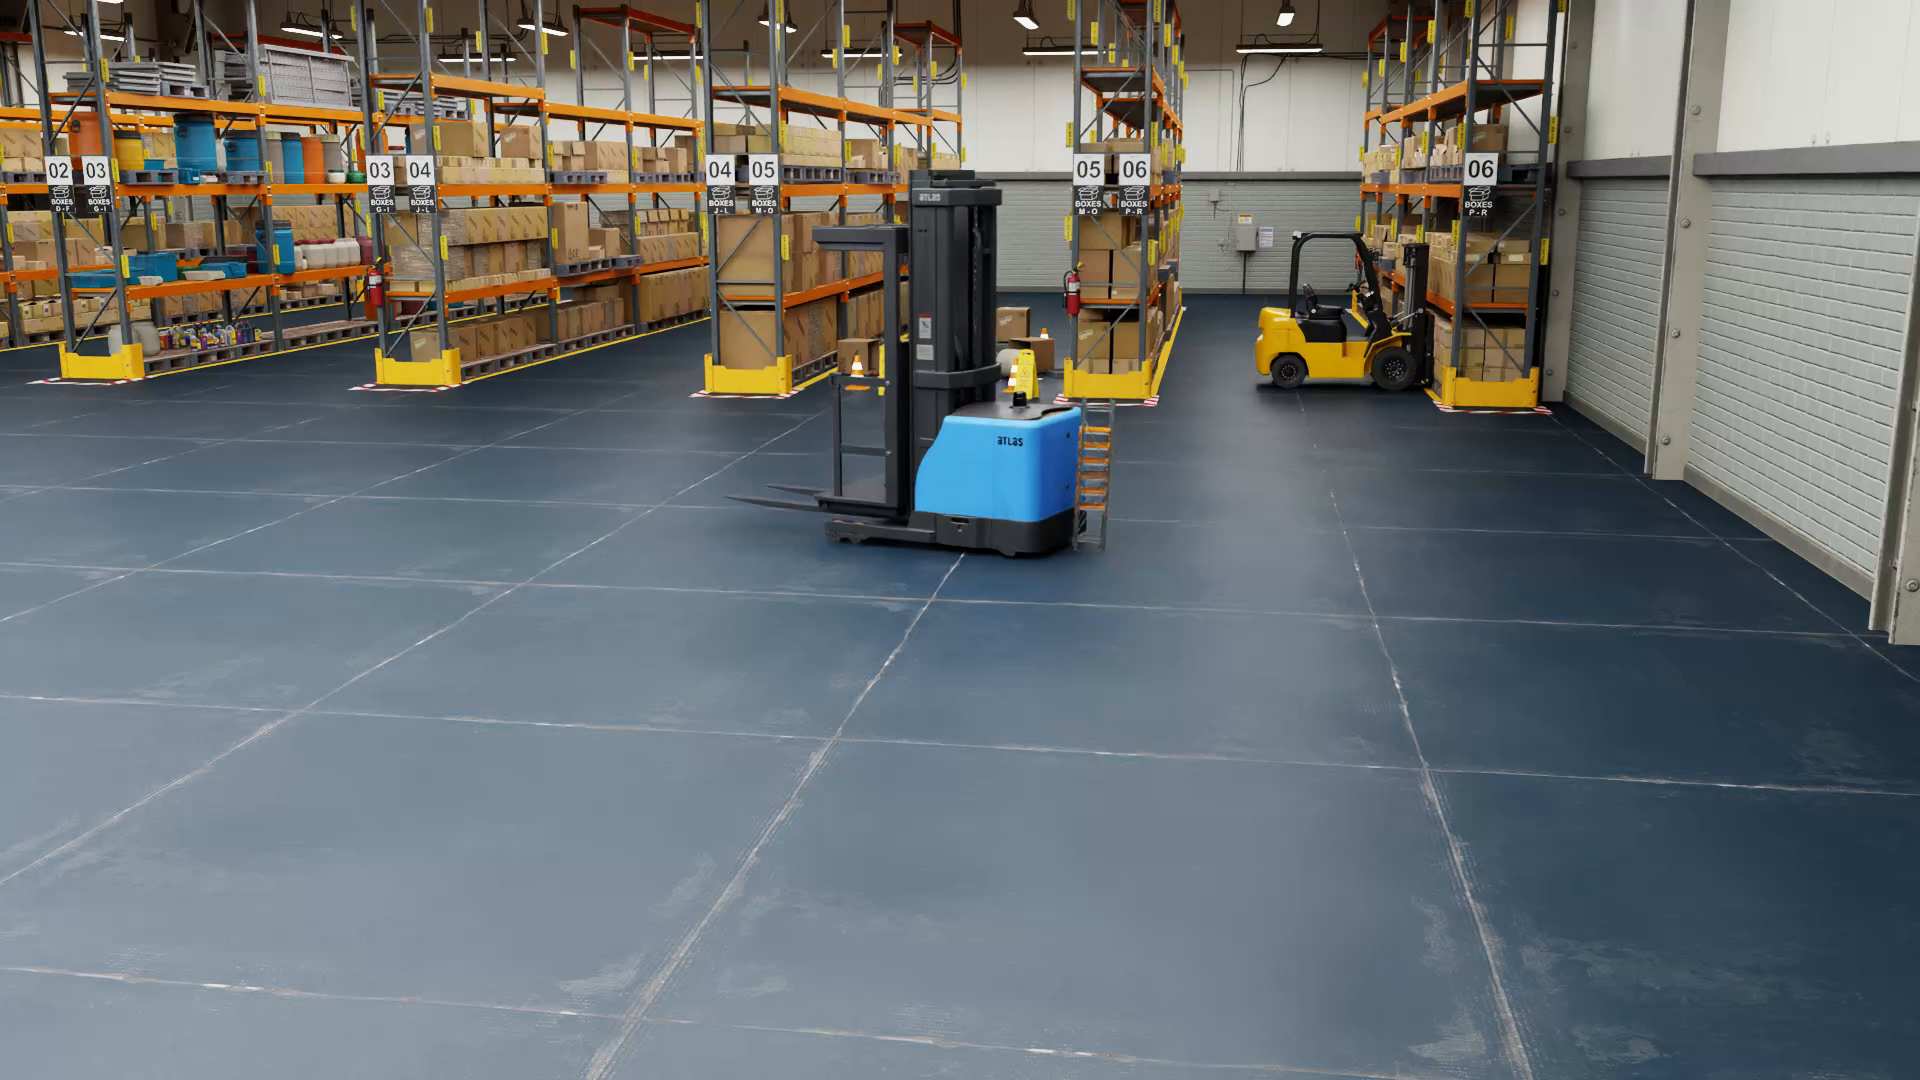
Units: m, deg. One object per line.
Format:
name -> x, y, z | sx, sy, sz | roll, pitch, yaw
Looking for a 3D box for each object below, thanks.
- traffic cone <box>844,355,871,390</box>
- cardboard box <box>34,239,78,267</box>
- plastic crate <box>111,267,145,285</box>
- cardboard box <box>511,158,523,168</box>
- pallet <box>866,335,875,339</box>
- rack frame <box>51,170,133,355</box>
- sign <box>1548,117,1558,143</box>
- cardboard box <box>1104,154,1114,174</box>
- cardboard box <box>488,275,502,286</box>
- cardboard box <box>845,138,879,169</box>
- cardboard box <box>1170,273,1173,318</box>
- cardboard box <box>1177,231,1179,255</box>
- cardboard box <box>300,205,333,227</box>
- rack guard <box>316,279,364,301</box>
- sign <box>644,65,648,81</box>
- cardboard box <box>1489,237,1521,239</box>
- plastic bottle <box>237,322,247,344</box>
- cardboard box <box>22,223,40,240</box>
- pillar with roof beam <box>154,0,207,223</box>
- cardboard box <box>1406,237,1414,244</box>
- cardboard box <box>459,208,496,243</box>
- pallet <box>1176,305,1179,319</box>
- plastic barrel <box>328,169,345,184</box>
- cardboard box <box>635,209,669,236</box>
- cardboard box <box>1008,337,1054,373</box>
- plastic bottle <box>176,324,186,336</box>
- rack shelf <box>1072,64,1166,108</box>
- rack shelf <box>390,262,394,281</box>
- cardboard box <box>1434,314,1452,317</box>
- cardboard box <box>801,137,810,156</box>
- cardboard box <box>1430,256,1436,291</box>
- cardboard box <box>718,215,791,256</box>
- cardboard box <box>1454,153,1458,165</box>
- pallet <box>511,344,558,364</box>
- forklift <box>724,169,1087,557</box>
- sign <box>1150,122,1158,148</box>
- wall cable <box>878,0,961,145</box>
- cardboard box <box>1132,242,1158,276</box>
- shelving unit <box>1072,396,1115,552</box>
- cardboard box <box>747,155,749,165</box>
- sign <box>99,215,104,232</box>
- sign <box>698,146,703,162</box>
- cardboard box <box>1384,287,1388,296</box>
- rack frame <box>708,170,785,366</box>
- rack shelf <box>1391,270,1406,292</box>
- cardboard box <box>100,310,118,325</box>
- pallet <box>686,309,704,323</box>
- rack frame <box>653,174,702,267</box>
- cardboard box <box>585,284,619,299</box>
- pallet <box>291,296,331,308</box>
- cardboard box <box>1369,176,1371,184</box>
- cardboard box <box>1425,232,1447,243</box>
traffic cone -> -1.439, -2.354, 23.319 | 0.336, 0.463, 0.334 | 2, 12, 9
cardboard box -> -16.690, -5.288, 30.673 | 0.500, 0.500, 0.500 | 2, 12, 9
plastic crate -> -12.817, -4.048, 25.510 | 0.499, 0.251, 0.408 | 2, 12, 9
cardboard box -> -7.060, -5.889, 25.989 | 0.380, 0.149, 0.250 | 1, 12, 7
pallet -> -2.079, -3.417, 28.848 | 1.003, 0.211, 1.213 | 2, 12, 9
rack frame -> -12.703, -3.872, 24.340 | 1.000, 3.000, 0.127 | 2, 12, 9
sign -> 7.435, -5.143, 20.857 | 0.100, 0.325, 0.005 | 2, 12, 9
cardboard box -> 1.795, -5.044, 22.309 | 0.500, 0.250, 0.500 | 2, 12, 8
cardboard box -> -7.203, -3.949, 25.295 | 0.380, 0.149, 0.250 | 2, 12, 9
cardboard box -> -1.684, -6.594, 28.377 | 0.500, 0.500, 0.500 | 2, 12, 9
cardboard box -> 3.681, -4.735, 32.391 | 0.875, 0.875, 0.875 | 2, 12, 10
cardboard box -> 4.403, -6.342, 35.562 | 0.500, 0.500, 0.500 | 2, 12, 10
cardboard box -> -15.085, -7.587, 38.966 | 0.500, 0.500, 0.500 | 2, 12, 10
rack guard -> -15.148, -6.126, 40.733 | 1.175, 0.500, 0.348 | 2, 12, 9
sign -> -6.508, -9.699, 34.546 | 0.100, 0.325, 0.005 | 2, 12, 9
cardboard box -> 7.457, -4.072, 22.783 | 0.380, 0.149, 0.250 | 2, 12, 7
plastic bottle -> -11.932, -3.441, 27.586 | 0.144, 0.351, 0.185 | 1, 12, 6
cardboard box -> -20.538, -6.684, 36.398 | 0.500, 0.500, 0.500 | 2, 12, 9
pillar with roof beam -> -16.218, -10.907, 42.743 | 9.100, 9.000, 0.548 | 2, 12, 9
cardboard box -> 7.590, -4.936, 27.499 | 0.380, 0.149, 0.250 | 2, 12, 10
cardboard box -> -7.296, -4.708, 24.903 | 0.500, 0.500, 0.500 | 2, 12, 9
pallet -> 4.208, -4.936, 35.895 | 1.003, 0.211, 1.213 | 2, 12, 9
plastic barrel -> -11.438, -6.664, 30.502 | 0.301, 0.262, 0.301 | 0, 12, 0
cardboard box -> -6.251, -6.343, 33.188 | 0.797, 0.503, 0.637 | 2, 12, 10
cardboard box -> 1.089, -2.823, 25.402 | 0.500, 0.500, 0.500 | -10, 16, -40
plastic bottle -> -12.717, -3.342, 27.126 | 0.144, 0.351, 0.185 | 2, 12, 8
rack shelf -> 2.290, -6.386, 23.481 | 1.077, 0.370, 4.000 | 2, 12, 9
rack shelf -> -11.165, -5.602, 34.075 | 1.077, 0.370, 4.000 | 2, 12, 9
cardboard box -> 6.965, -3.112, 23.972 | 0.500, 0.250, 0.500 | 2, 12, 11
cardboard box -> -2.442, -5.625, 23.771 | 0.500, 0.250, 0.500 | 2, 12, 8
cardboard box -> 7.036, -3.814, 23.832 | 0.500, 0.500, 0.500 | 2, 12, 8
cardboard box -> -2.829, -4.207, 22.975 | 0.875, 0.550, 0.550 | 2, 12, 9
cardboard box -> 6.715, -5.010, 21.864 | 0.380, 0.149, 0.250 | 2, 12, 7
pallet -> -7.263, -3.040, 27.099 | 1.003, 0.211, 1.213 | 2, 12, 9
forklift -> -0.519, -1.502, 13.507 | 3.031, 2.935, 1.130 | 6, 14, 27
sign -> 2.519, -5.266, 21.616 | 0.100, 0.325, 0.005 | 2, 12, 9
wall cable -> -1.073, -12.613, 43.023 | 2.277, 5.999, 0.120 | 2, 12, 9
cardboard box -> 2.703, -4.209, 24.962 | 0.500, 0.500, 0.500 | 2, 12, 11
shelving unit -> 1.043, -0.514, 12.999 | 0.258, 1.200, 0.189 | 3, 12, -2
cardboard box -> -3.129, -5.314, 23.271 | 0.380, 0.149, 0.250 | 2, 12, 9
sign -> -16.905, -6.241, 32.774 | 0.100, 0.325, 0.005 | 2, 12, 9
sign -> -5.426, -8.067, 34.710 | 0.100, 0.325, 0.005 | 2, 12, 9
cardboard box -> 8.317, -4.740, 31.767 | 0.380, 0.149, 0.250 | 2, 12, 9
rack frame -> -2.924, -3.530, 22.752 | 1.000, 3.000, 0.127 | 2, 12, 9
rack shelf -> 7.811, -4.128, 27.234 | 1.077, 0.370, 4.000 | 2, 12, 9
cardboard box -> -16.363, -4.230, 31.532 | 0.500, 0.250, 0.500 | 2, 12, 10
pallet -> -6.008, -4.683, 34.723 | 1.003, 0.211, 1.213 | 2, 12, 9
rack frame -> -5.964, -6.209, 35.186 | 1.000, 3.000, 0.127 | 2, 12, 9
cardboard box -> -6.652, -4.596, 30.809 | 0.500, 0.250, 0.500 | 2, 12, 11
pallet -> -15.460, -5.566, 38.818 | 1.003, 0.211, 1.213 | 2, 12, 9
cardboard box -> 8.705, -7.478, 34.547 | 0.380, 0.149, 0.250 | 2, 12, 10
cardboard box -> 7.161, -4.518, 24.853 | 0.380, 0.149, 0.250 | 2, 12, 10
